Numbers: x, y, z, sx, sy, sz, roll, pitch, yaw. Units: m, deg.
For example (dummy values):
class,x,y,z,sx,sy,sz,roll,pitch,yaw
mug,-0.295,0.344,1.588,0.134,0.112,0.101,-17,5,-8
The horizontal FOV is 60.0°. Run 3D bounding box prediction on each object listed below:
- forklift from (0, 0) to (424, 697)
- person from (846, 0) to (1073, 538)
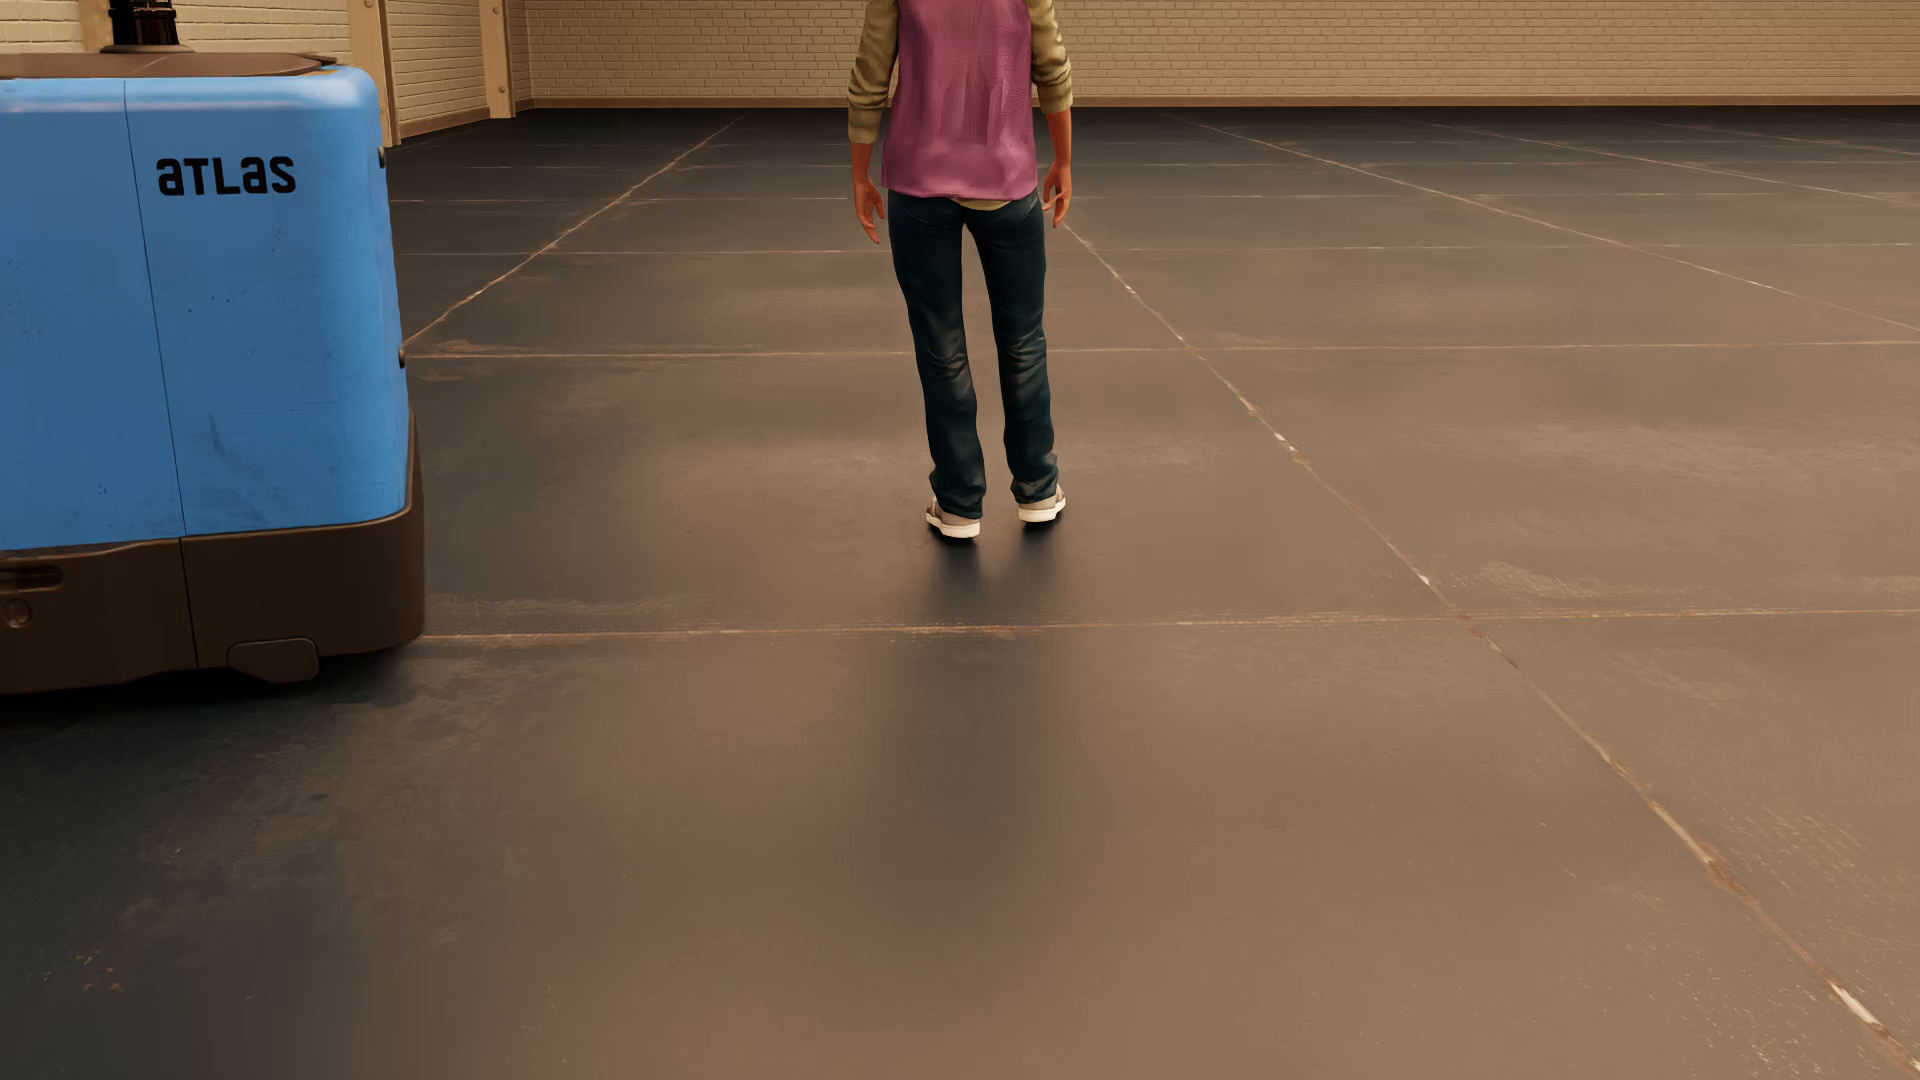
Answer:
class,x,y,z,sx,sy,sz,roll,pitch,yaw
forklift,-2.580,-1.154,2.679,3.031,2.935,1.130,-5,18,-16
person,0.010,-0.792,3.754,0.521,1.599,0.473,-1,17,-3
